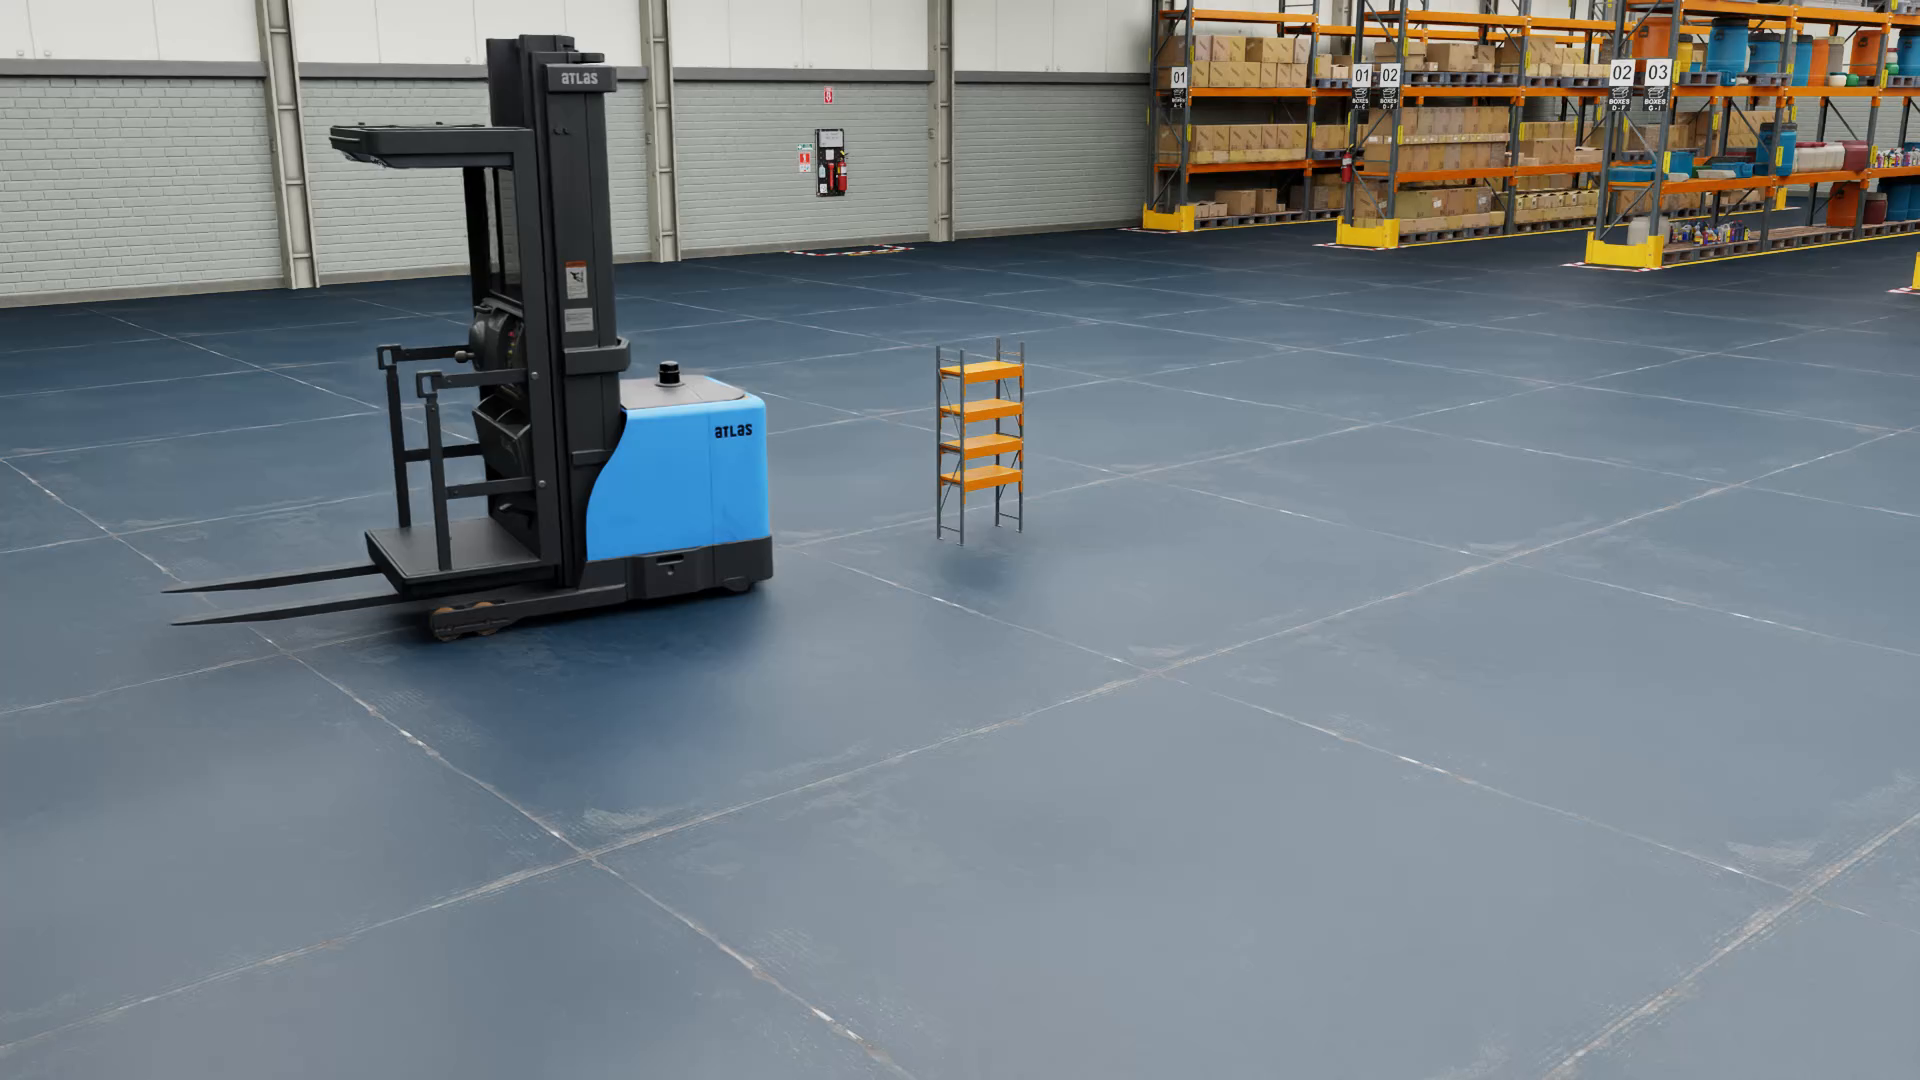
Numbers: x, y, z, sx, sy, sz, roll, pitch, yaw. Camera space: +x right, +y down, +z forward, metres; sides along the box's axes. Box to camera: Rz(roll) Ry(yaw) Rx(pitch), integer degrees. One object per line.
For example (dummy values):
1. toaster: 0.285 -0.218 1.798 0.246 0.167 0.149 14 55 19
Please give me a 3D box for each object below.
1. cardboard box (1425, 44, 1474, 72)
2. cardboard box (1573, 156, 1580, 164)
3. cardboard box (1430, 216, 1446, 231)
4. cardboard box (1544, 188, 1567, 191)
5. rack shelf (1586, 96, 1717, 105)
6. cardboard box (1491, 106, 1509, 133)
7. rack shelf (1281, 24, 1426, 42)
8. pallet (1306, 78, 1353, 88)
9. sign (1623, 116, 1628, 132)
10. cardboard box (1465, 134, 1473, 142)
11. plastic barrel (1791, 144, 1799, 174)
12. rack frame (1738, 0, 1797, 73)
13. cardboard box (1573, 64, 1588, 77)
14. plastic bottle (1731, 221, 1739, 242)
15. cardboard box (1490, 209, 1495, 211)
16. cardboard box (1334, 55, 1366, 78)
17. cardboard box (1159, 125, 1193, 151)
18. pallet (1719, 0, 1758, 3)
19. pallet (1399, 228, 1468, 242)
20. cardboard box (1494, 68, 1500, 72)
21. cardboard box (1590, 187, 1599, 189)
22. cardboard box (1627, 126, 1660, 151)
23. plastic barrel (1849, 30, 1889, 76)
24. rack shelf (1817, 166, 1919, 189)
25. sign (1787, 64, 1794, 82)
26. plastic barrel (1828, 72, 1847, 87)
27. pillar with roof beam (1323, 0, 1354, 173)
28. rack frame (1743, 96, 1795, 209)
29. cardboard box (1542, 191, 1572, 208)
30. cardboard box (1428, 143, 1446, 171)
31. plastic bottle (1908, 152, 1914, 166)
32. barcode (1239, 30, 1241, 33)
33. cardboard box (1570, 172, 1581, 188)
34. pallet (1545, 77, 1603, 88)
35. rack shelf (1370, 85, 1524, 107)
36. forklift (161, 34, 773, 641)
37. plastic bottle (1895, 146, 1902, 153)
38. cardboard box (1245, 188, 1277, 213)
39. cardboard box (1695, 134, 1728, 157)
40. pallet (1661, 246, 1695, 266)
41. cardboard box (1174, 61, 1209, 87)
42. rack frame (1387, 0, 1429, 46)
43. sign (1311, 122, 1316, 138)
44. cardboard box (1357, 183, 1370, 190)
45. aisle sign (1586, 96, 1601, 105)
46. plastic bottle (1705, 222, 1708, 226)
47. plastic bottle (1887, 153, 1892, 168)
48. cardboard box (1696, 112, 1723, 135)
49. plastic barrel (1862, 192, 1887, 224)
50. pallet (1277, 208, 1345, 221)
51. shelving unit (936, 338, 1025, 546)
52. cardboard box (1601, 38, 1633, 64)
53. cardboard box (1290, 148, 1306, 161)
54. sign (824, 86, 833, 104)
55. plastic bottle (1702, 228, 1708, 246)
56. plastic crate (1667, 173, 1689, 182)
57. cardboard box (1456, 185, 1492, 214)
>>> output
1. cardboard box: 9.164 -9.052 31.229 0.637 0.503 0.797 -10 18 -33
2. cardboard box: 12.581 -7.866 34.374 0.250 0.149 0.380 -11 18 -35
3. cardboard box: 8.774 -5.951 31.233 0.500 0.250 0.500 -13 19 -39
4. cardboard box: 12.528 -7.238 34.962 0.500 0.311 0.500 -13 20 -41
5. rack shelf: 15.015 -9.655 36.165 4.000 0.370 1.077 -13 19 -39
6. cardboard box: 10.158 -8.136 32.188 0.500 0.500 0.700 -13 19 -39
7. rack shelf: 8.743 -11.197 36.901 4.000 0.370 1.077 -13 19 -39
8. pallet: 7.770 -9.943 36.213 1.003 0.211 1.213 -13 19 -39
9. sign: 13.873 -8.667 34.639 0.005 0.325 0.100 -13 19 -39
10. cardboard box: 9.466 -7.596 31.425 0.250 0.149 0.380 -12 19 -38
11. plastic barrel: 14.603 -6.757 29.471 0.433 0.535 0.433 0 15 0
12. rack frame: 13.738 -9.470 28.268 0.127 3.000 1.000 -13 19 -39
13. cardboard box: 12.379 -9.519 33.740 0.500 0.250 0.500 -13 20 -40
14. plastic bottle: 13.296 -5.307 28.587 0.185 0.351 0.144 -14 20 -42
15. cardboard box: 10.612 -6.538 33.429 0.500 0.250 0.500 -13 20 -40
16. cardboard box: 8.630 -10.487 36.879 0.500 0.500 0.500 -14 20 -41
17. cardboard box: 4.433 -8.244 34.099 0.500 0.500 0.500 -13 20 -40
18. pallet: 12.213 -8.833 27.023 1.213 0.211 1.003 -13 19 -39
19. pallet: 8.941 -5.856 31.762 1.213 0.211 1.003 -13 19 -39
20. cardboard box: 13.632 -11.646 41.506 0.500 0.250 0.500 -12 19 -39
21. cardboard box: 14.058 -7.424 36.221 0.500 0.500 0.500 -12 19 -37
22. cardboard box: 14.723 -8.712 36.046 0.500 0.500 0.700 -9 17 -29
23. plastic barrel: 17.185 -9.205 31.440 0.708 0.830 0.600 -13 19 -39
24. rack shelf: 18.264 -7.241 32.940 4.000 0.370 1.077 -13 19 -39
25. sign: 14.091 -7.917 28.246 0.005 0.325 0.100 -13 19 -39
26. plastic barrel: 15.949 -8.371 30.233 0.301 0.262 0.301 0 15 0
27. pillar with roof beam: 11.529 -11.187 34.693 0.400 9.000 9.100 -13 19 -39
28. rack frame: 19.542 -9.570 40.265 0.127 3.000 1.000 -13 19 -39
29. cardboard box: 12.123 -6.965 33.939 0.500 0.311 0.500 -12 19 -38
30. cardboard box: 8.603 -7.157 31.039 0.500 0.500 0.700 -12 19 -39
31. plastic bottle: 18.755 -7.528 32.862 0.135 0.276 0.152 -13 19 -39
32. barcode: 5.904 -10.716 35.062 0.075 0.075 0.001 -13 19 -39
33. cardboard box: 15.825 -9.391 43.624 0.500 0.500 0.700 -13 19 -39
34. pallet: 12.212 -9.250 33.621 1.213 0.211 1.003 -12 19 -37
35. rack shelf: 8.980 -8.300 31.092 4.000 0.370 1.077 -13 19 -39
36. forklift: -2.577 -1.065 8.558 3.031 2.935 1.130 -8 17 -28
37. plastic bottle: 19.264 -7.900 34.109 0.185 0.351 0.144 -13 19 -39
38. cardboard box: 6.478 -7.322 35.841 0.500 0.500 0.500 14 21 43
39. cardboard box: 17.087 -8.974 37.840 0.500 0.500 0.500 -12 19 -38
40. pallet: 11.363 -4.706 27.459 1.213 0.211 1.003 -13 19 -39
41. cardboard box: 4.633 -9.338 33.353 0.500 0.500 0.500 -12 19 -38
42. rack frame: 10.252 -12.077 38.025 0.127 3.000 1.000 -13 19 -39
43. sign: 7.596 -8.815 35.760 0.005 0.325 0.100 -13 19 -39
44. cardboard box: 8.922 -7.897 37.993 0.500 0.500 0.700 -13 20 -40
45. aisle sign: 16.538 -11.743 43.364 0.004 0.787 0.394 -13 19 -39
46. plastic bottle: 13.054 -5.423 29.151 0.133 0.283 0.061 -13 19 -39
47. plastic bottle: 17.948 -7.335 32.124 0.133 0.283 0.061 -13 19 -39
48. cardboard box: 17.064 -9.449 37.680 0.500 0.500 0.500 -12 19 -38
49. plastic barrel: 17.965 -6.565 32.874 0.708 0.588 0.600 -13 19 -39
50. pallet: 7.821 -7.286 37.117 1.213 0.211 1.003 -13 19 -39
51. shelving unit: 0.125 -0.608 10.200 0.503 1.200 0.258 -13 19 -39
52. cardboard box: 13.840 -10.268 34.934 0.500 0.500 0.500 -13 19 -39
53. cardboard box: 7.076 -8.299 35.758 0.500 0.250 0.500 -13 19 -39
54. sign: -2.310 -7.821 29.224 0.199 0.298 0.001 -13 19 -39
55. plastic bottle: 12.475 -5.076 27.852 0.133 0.283 0.061 -12 19 -38
56. plastic crate: 11.607 -5.856 26.872 0.250 0.136 0.298 -13 19 -39
57. cardboard box: 9.898 -6.570 32.096 0.500 0.500 0.500 -13 19 -39
